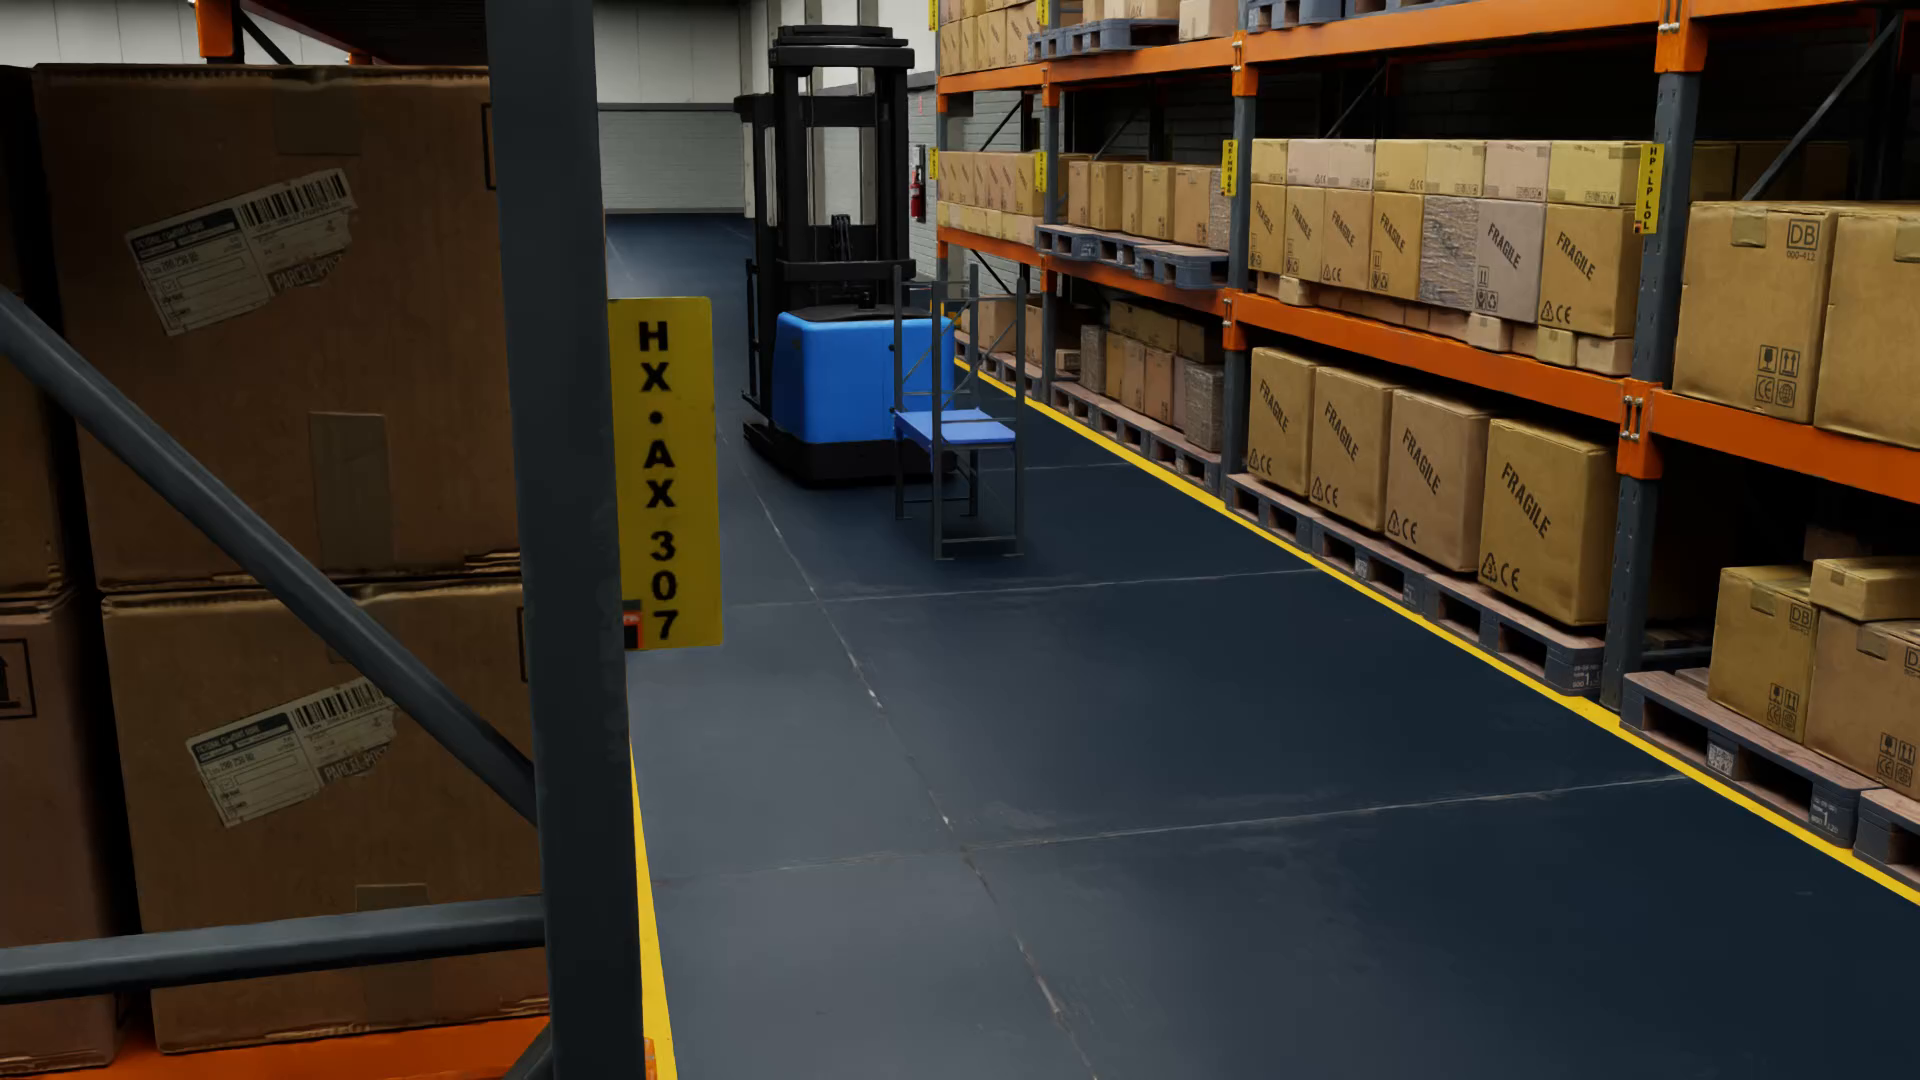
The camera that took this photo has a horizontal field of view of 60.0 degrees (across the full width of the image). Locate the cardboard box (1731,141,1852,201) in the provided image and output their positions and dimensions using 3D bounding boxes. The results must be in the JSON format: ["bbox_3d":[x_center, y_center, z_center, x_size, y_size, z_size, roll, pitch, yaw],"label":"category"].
[{"bbox_3d":[3.220,-1.494,6.763,0.500,0.250,0.500,-3,14,-11],"label":"cardboard box"}]

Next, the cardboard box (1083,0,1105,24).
[{"bbox_3d":[1.247,-4.231,13.009,0.500,0.500,0.500,-1,14,-5],"label":"cardboard box"}]

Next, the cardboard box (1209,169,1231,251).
[{"bbox_3d":[2.016,-2.099,10.562,0.700,0.500,0.500,-5,15,-20],"label":"cardboard box"}]

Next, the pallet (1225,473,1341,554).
[{"bbox_3d":[2.248,-0.188,9.754,1.003,0.211,1.213,-3,14,-13],"label":"pallet"}]

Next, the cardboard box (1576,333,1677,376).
[{"bbox_3d":[2.721,-0.756,6.689,0.380,0.149,0.250,-3,14,-13],"label":"cardboard box"}]

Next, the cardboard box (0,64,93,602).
[{"bbox_3d":[-1.171,-0.228,1.724,0.500,0.500,0.500,-3,14,-14],"label":"cardboard box"}]

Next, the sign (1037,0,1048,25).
[{"bbox_3d":[0.671,-4.328,13.413,0.100,0.325,0.005,-3,14,-13],"label":"sign"}]

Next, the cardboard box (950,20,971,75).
[{"bbox_3d":[0.184,-4.873,16.480,0.500,0.500,0.500,-2,14,-9],"label":"cardboard box"}]

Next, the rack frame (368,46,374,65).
[{"bbox_3d":[-2.678,-1.452,9.051,1.000,3.000,0.127,-3,14,-13],"label":"rack frame"}]

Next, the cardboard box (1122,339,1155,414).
[{"bbox_3d":[1.636,-1.246,12.547,0.700,0.500,0.500,-3,14,-13],"label":"cardboard box"}]

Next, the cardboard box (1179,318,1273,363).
[{"bbox_3d":[1.843,-1.391,11.560,0.500,0.250,0.500,-3,14,-12],"label":"cardboard box"}]

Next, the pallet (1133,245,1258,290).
[{"bbox_3d":[1.865,-1.794,10.856,1.213,0.211,1.003,-3,14,-13],"label":"pallet"}]

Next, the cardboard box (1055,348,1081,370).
[{"bbox_3d":[1.042,-1.611,14.744,0.380,0.166,0.250,-5,15,-21],"label":"cardboard box"}]

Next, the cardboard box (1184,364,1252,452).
[{"bbox_3d":[1.916,-0.892,11.097,0.700,0.500,0.500,-3,14,-12],"label":"cardboard box"}]

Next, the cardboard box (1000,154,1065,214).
[{"bbox_3d":[0.662,-3.160,14.734,0.500,0.500,0.500,-3,14,-14],"label":"cardboard box"}]

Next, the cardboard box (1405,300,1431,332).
[{"bbox_3d":[2.414,-1.114,8.152,0.380,0.149,0.250,-3,14,-11],"label":"cardboard box"}]

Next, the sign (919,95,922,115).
[{"bbox_3d":[-0.595,-6.551,25.038,0.001,0.298,0.199,-3,14,-13],"label":"sign"}]

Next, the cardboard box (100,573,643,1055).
[{"bbox_3d":[-0.647,0.228,1.964,0.500,0.500,0.500,-3,14,-12],"label":"cardboard box"}]

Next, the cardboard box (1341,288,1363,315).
[{"bbox_3d":[2.267,-1.293,8.885,0.380,0.149,0.250,-3,14,-12],"label":"cardboard box"}]

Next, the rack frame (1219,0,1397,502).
[{"bbox_3d":[2.136,-1.729,10.184,1.000,3.000,0.127,-3,14,-13],"label":"rack frame"}]

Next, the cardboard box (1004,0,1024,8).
[{"bbox_3d":[0.676,-4.880,14.402,0.500,0.500,0.500,-3,14,-10],"label":"cardboard box"}]

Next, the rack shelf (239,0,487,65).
[{"bbox_3d":[-2.209,-2.098,6.892,1.077,0.370,4.000,-3,14,-13],"label":"rack shelf"}]

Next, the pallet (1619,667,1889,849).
[{"bbox_3d":[3.178,0.728,6.002,1.003,0.211,1.213,-3,14,-13],"label":"pallet"}]

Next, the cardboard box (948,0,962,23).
[{"bbox_3d":[0.180,-5.355,16.345,0.500,0.500,0.500,-3,14,-14],"label":"cardboard box"}]

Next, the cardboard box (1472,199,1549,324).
[{"bbox_3d":[2.592,-1.219,7.216,0.500,0.500,0.500,-3,14,-13],"label":"cardboard box"}]

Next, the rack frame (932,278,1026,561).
[{"bbox_3d":[0.099,-0.631,8.850,0.500,1.500,0.032,-3,14,-13],"label":"rack frame"}]

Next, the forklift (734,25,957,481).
[{"bbox_3d":[-0.969,-2.114,11.903,1.130,2.935,3.031,-5,14,-18],"label":"forklift"}]

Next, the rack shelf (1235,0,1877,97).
[{"bbox_3d":[2.606,-2.375,8.025,1.077,0.370,4.000,-3,14,-13],"label":"rack shelf"}]

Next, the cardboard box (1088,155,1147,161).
[{"bbox_3d":[1.289,-3.073,14.379,0.500,0.500,0.500,-4,14,-14],"label":"cardboard box"}]

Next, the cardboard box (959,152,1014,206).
[{"bbox_3d":[0.299,-3.515,16.187,0.500,0.500,0.500,-4,14,-15],"label":"cardboard box"}]

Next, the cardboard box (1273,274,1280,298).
[{"bbox_3d":[2.039,-1.469,9.608,0.380,0.149,0.250,-3,14,-12],"label":"cardboard box"}]

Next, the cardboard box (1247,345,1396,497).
[{"bbox_3d":[2.181,-0.712,9.665,0.750,0.750,0.750,-3,14,-14],"label":"cardboard box"}]

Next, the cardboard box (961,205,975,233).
[{"bbox_3d":[0.313,-3.144,16.251,0.500,0.250,0.500,-4,14,-14],"label":"cardboard box"}]

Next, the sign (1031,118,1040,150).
[{"bbox_3d":[0.801,-4.317,17.671,0.100,0.325,0.005,-3,14,-13],"label":"sign"}]

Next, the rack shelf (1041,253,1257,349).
[{"bbox_3d":[1.666,-1.841,12.158,1.077,0.370,4.000,-3,14,-13],"label":"rack shelf"}]

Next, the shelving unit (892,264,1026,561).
[{"bbox_3d":[-0.020,-0.748,9.330,0.538,1.500,1.048,-3,14,-13],"label":"shelving unit"}]

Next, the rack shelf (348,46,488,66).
[{"bbox_3d":[-3.148,-3.021,10.669,1.077,0.370,4.000,-3,14,-13],"label":"rack shelf"}]

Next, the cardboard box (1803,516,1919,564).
[{"bbox_3d":[3.310,0.023,6.030,0.380,0.149,0.250,-3,14,-14],"label":"cardboard box"}]

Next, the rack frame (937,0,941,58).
[{"bbox_3d":[0.257,-6.489,17.026,1.000,3.000,0.127,-3,14,-13],"label":"rack frame"}]

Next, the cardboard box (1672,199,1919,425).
[{"bbox_3d":[3.187,-0.826,5.856,0.980,0.700,0.700,-3,14,-12],"label":"cardboard box"}]

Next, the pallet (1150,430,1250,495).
[{"bbox_3d":[1.954,-0.555,11.254,1.003,0.211,1.213,-3,14,-13],"label":"pallet"}]

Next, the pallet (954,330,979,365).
[{"bbox_3d":[0.431,-2.013,17.222,1.003,0.211,1.213,-3,14,-13],"label":"pallet"}]

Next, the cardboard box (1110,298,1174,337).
[{"bbox_3d":[1.492,-1.745,13.011,0.500,0.250,0.500,-4,14,-14],"label":"cardboard box"}]

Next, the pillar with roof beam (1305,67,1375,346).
[{"bbox_3d":[-1.513,-4.752,9.915,9.100,9.000,0.400,-3,14,-13],"label":"pillar with roof beam"}]

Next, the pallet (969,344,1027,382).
[{"bbox_3d":[0.714,-1.732,16.073,1.003,0.211,1.213,-3,14,-13],"label":"pallet"}]

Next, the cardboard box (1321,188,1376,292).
[{"bbox_3d":[2.231,-1.570,8.652,0.500,0.500,0.500,-3,14,-13],"label":"cardboard box"}]

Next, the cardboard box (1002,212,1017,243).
[{"bbox_3d":[0.682,-2.797,14.827,0.500,0.250,0.500,-3,14,-13],"label":"cardboard box"}]

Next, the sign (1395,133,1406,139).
[{"bbox_3d":[2.675,-2.323,10.177,0.100,0.325,0.005,-3,14,-13],"label":"sign"}]

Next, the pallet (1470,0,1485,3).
[{"bbox_3d":[2.812,-2.379,6.929,0.805,0.209,1.217,-4,14,-15],"label":"pallet"}]

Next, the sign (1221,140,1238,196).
[{"bbox_3d":[1.611,-2.221,9.924,0.100,0.325,0.005,-3,14,-13],"label":"sign"}]

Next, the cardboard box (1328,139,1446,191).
[{"bbox_3d":[2.240,-1.938,8.580,0.500,0.250,0.500,-3,14,-13],"label":"cardboard box"}]

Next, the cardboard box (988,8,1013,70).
[{"bbox_3d":[0.564,-4.513,15.007,0.500,0.500,0.500,-4,14,-15],"label":"cardboard box"}]

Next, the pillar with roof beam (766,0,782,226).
[{"bbox_3d":[-8.559,-11.672,38.243,9.100,9.000,0.400,-3,14,-13],"label":"pillar with roof beam"}]

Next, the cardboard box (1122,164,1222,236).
[{"bbox_3d":[1.592,-2.515,12.265,0.700,0.500,0.500,-1,14,-5],"label":"cardboard box"}]

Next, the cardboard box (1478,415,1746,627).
[{"bbox_3d":[2.796,-0.109,7.197,0.750,0.750,0.750,-3,14,-13],"label":"cardboard box"}]

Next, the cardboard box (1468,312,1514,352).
[{"bbox_3d":[2.502,-0.933,7.413,0.380,0.149,0.250,-3,14,-13],"label":"cardboard box"}]
